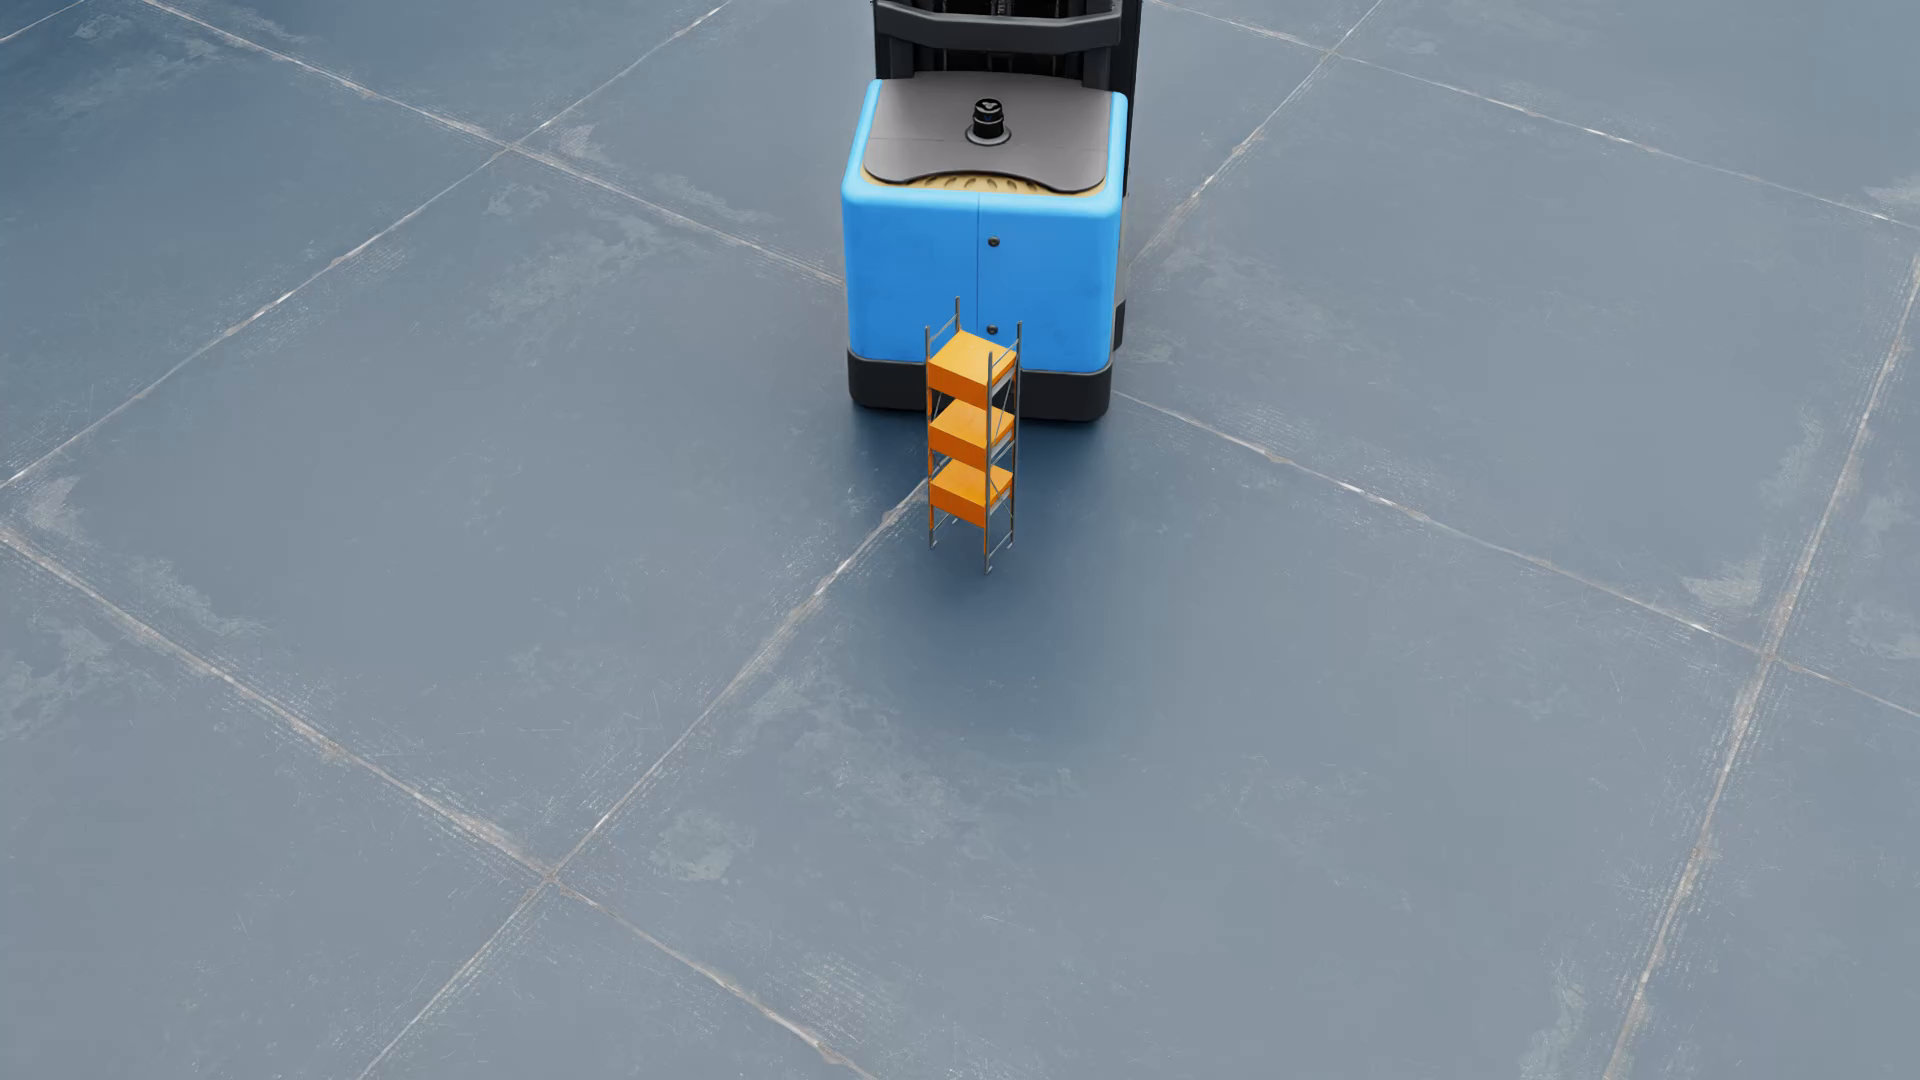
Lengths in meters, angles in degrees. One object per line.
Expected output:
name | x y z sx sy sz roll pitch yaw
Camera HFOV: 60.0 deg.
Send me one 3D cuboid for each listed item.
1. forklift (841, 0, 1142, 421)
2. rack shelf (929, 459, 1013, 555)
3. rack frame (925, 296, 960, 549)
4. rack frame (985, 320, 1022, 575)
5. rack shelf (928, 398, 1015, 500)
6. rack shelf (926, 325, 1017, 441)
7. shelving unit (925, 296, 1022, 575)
forklift | 0.217 -2.553 6.688 1.130 2.935 3.031 4 46 4
rack shelf | 0.045 -0.144 6.060 0.240 0.259 0.215 25 51 22
rack frame | -0.058 -0.392 5.899 0.008 1.050 0.200 25 51 22
rack frame | 0.148 -0.298 5.807 0.008 1.050 0.200 25 51 22
rack shelf | 0.045 -0.338 5.861 0.240 0.259 0.215 25 51 22
rack shelf | 0.045 -0.536 5.657 0.240 0.259 0.215 25 51 22
shelving unit | 0.045 -0.345 5.853 0.252 1.050 0.215 25 51 22
